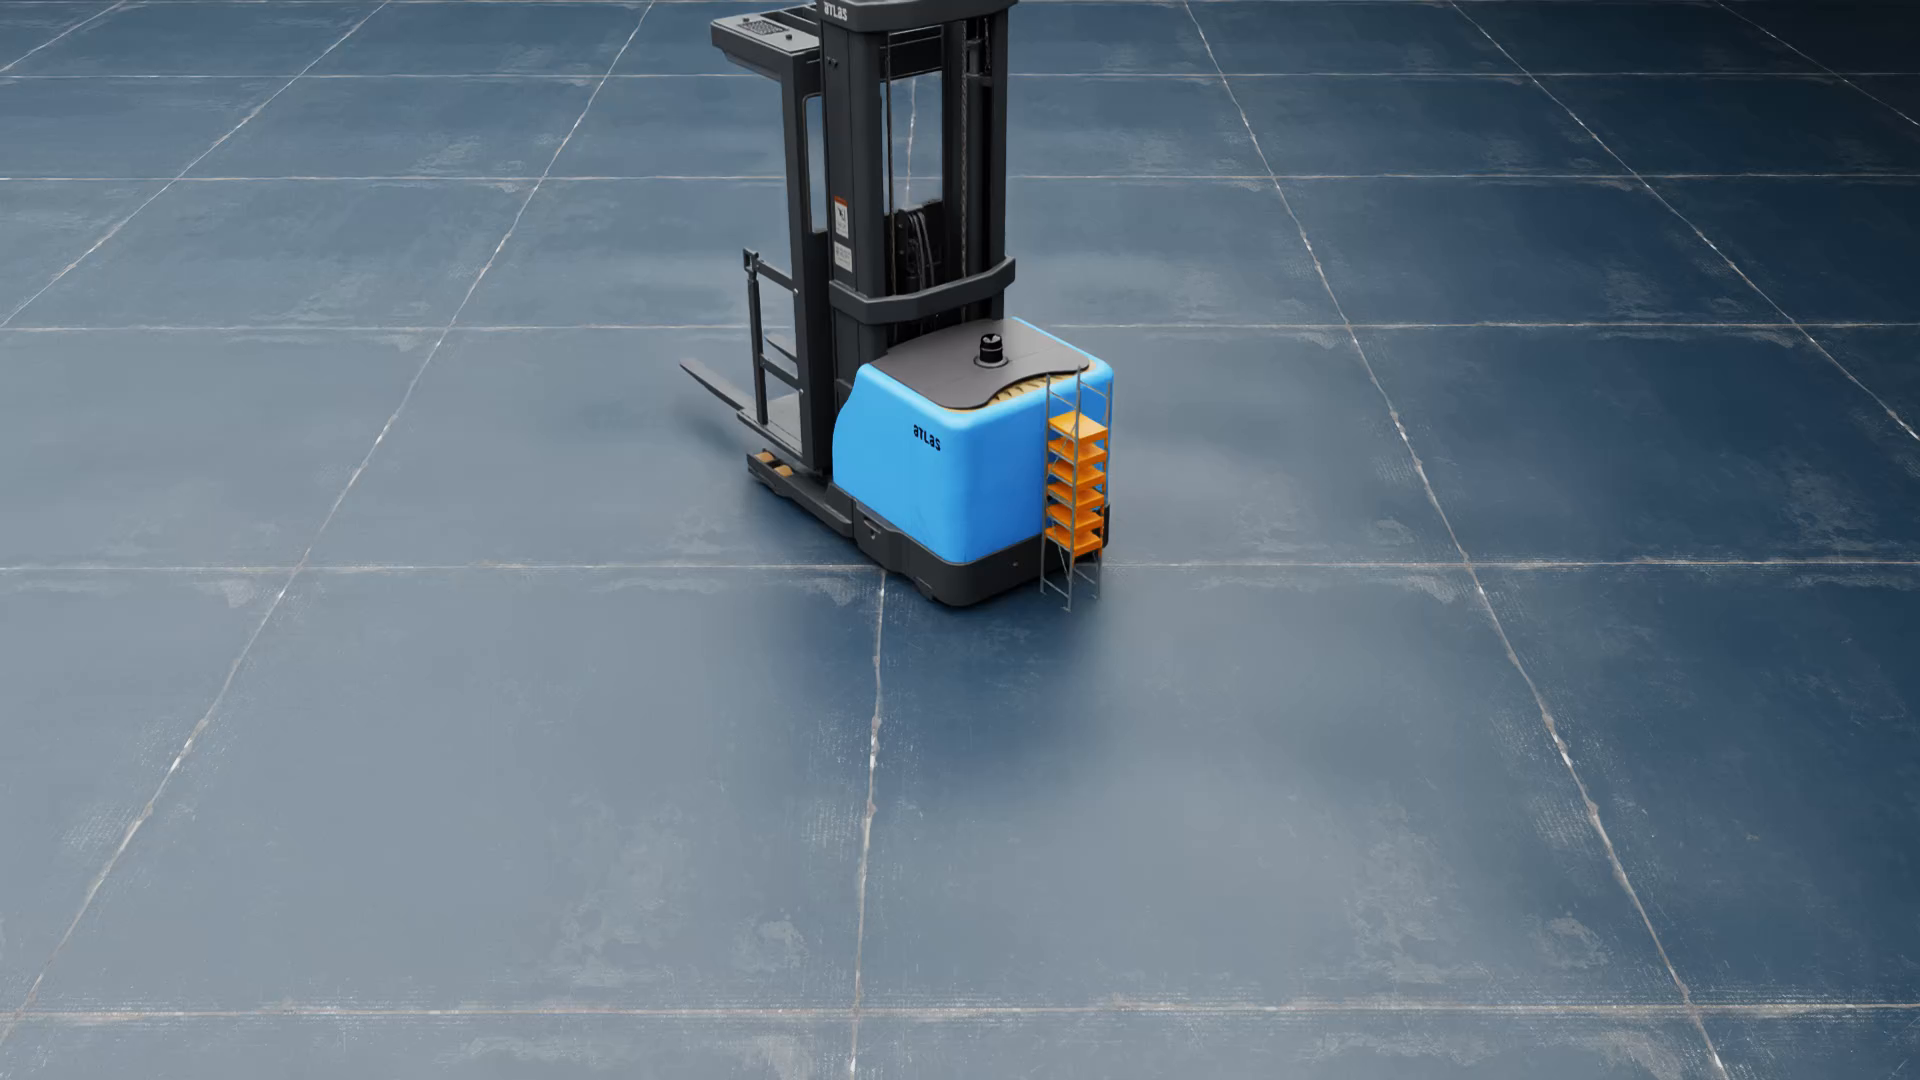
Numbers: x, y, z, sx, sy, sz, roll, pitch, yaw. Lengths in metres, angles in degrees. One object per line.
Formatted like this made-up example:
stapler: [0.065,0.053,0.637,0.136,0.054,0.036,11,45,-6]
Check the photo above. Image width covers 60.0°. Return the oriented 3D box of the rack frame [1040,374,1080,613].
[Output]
rack frame: [0.473,-0.206,7.933,0.006,1.200,0.240,-20,37,-30]

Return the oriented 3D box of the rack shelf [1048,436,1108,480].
rack shelf: [0.548,-0.401,7.877,0.180,0.103,0.258,-20,37,-30]

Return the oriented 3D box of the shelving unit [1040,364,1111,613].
shelving unit: [0.547,-0.234,7.978,0.189,1.200,0.258,-20,37,-30]

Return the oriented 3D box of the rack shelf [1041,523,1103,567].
rack shelf: [0.547,0.009,8.126,0.180,0.103,0.258,-20,37,-30]

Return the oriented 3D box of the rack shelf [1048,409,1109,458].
rack shelf: [0.548,-0.504,7.815,0.180,0.103,0.258,-20,37,-30]

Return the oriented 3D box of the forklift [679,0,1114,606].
forklift: [-0.528,-1.635,8.619,1.130,2.935,3.031,-22,37,-31]

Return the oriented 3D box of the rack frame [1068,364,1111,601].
rack frame: [0.622,-0.261,8.024,0.006,1.200,0.240,-20,37,-30]

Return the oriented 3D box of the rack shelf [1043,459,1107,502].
rack shelf: [0.547,-0.299,7.939,0.180,0.103,0.258,-20,37,-30]

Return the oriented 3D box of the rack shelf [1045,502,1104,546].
rack shelf: [0.547,-0.093,8.063,0.180,0.103,0.258,-20,37,-30]

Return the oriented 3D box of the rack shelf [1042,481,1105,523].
rack shelf: [0.547,-0.196,8.001,0.180,0.103,0.258,-20,37,-30]
